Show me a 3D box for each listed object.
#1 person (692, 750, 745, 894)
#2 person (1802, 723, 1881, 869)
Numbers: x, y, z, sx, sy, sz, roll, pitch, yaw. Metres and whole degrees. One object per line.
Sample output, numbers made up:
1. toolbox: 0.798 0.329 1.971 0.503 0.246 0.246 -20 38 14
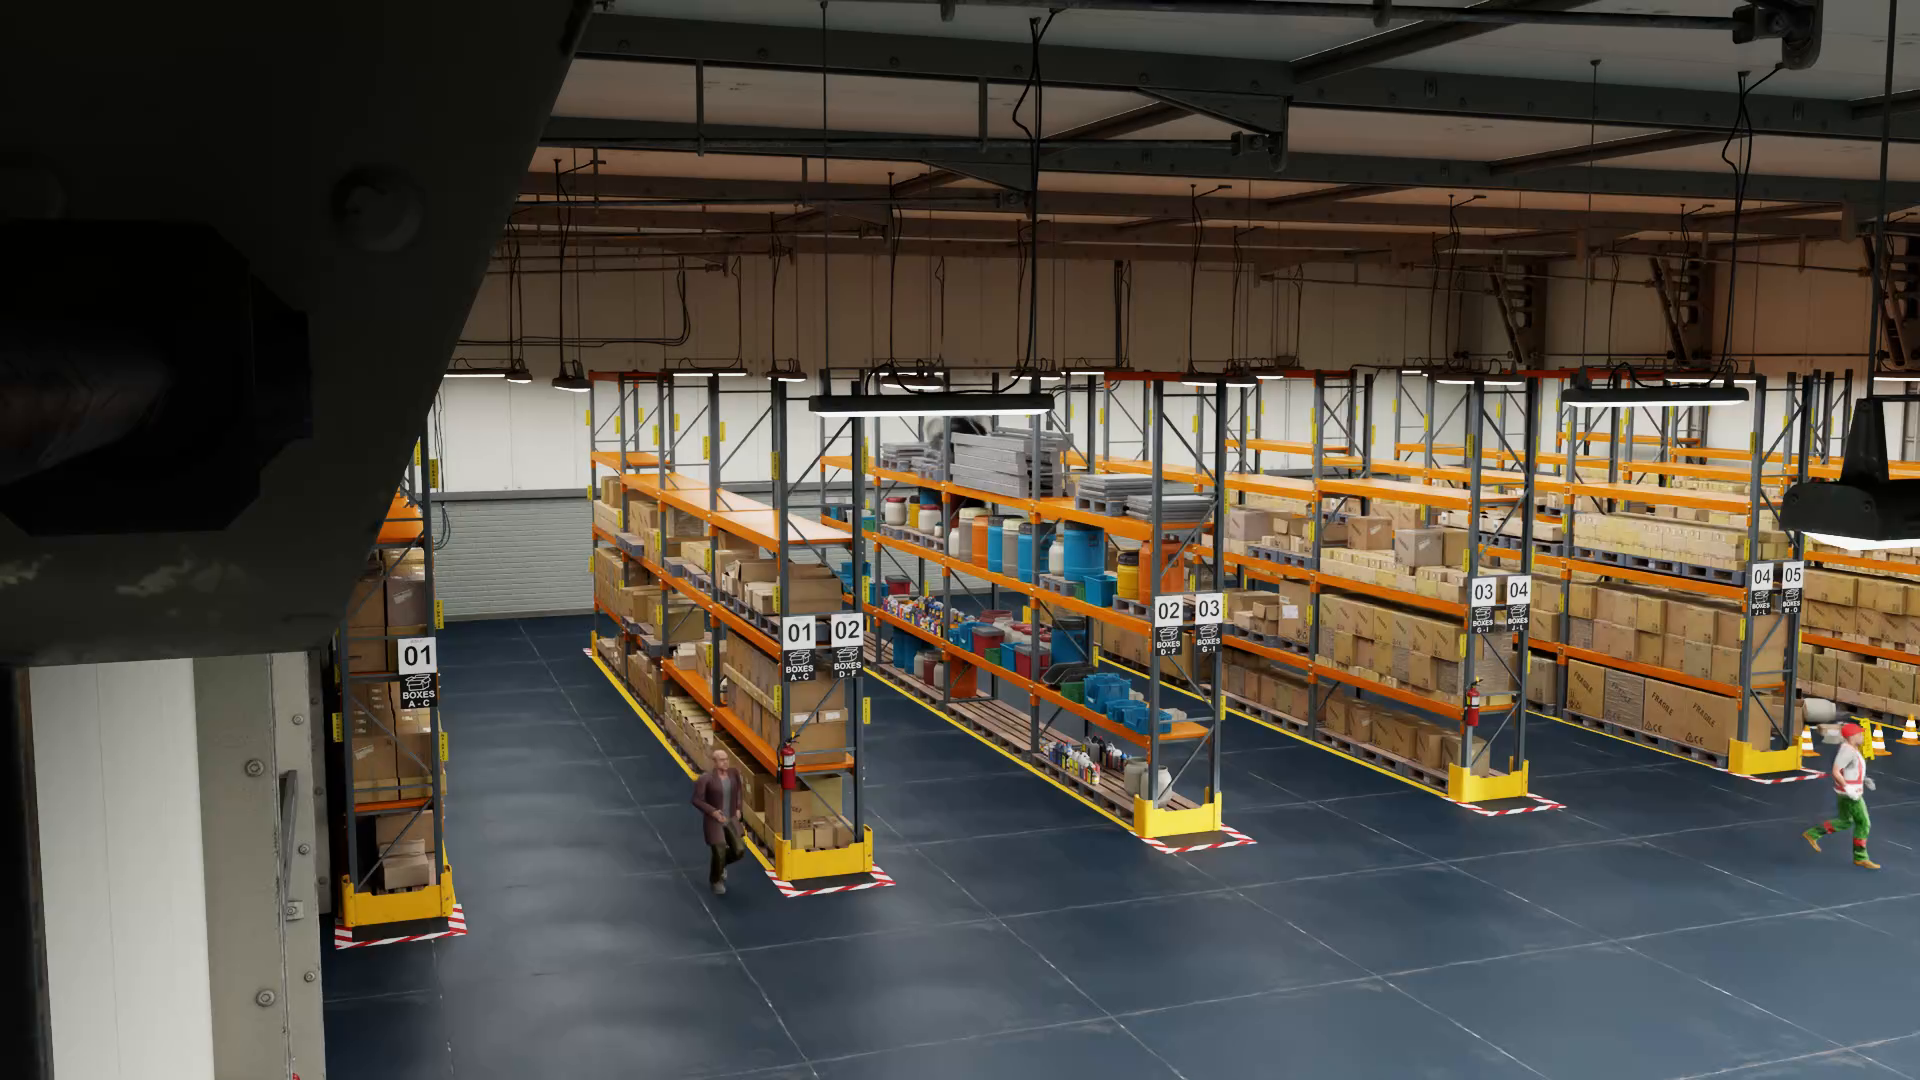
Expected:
1. person: -2.791 3.310 19.537 0.727 1.727 0.645 -5 8 -38
2. person: 10.985 3.150 20.661 0.887 1.787 0.675 3 7 26
